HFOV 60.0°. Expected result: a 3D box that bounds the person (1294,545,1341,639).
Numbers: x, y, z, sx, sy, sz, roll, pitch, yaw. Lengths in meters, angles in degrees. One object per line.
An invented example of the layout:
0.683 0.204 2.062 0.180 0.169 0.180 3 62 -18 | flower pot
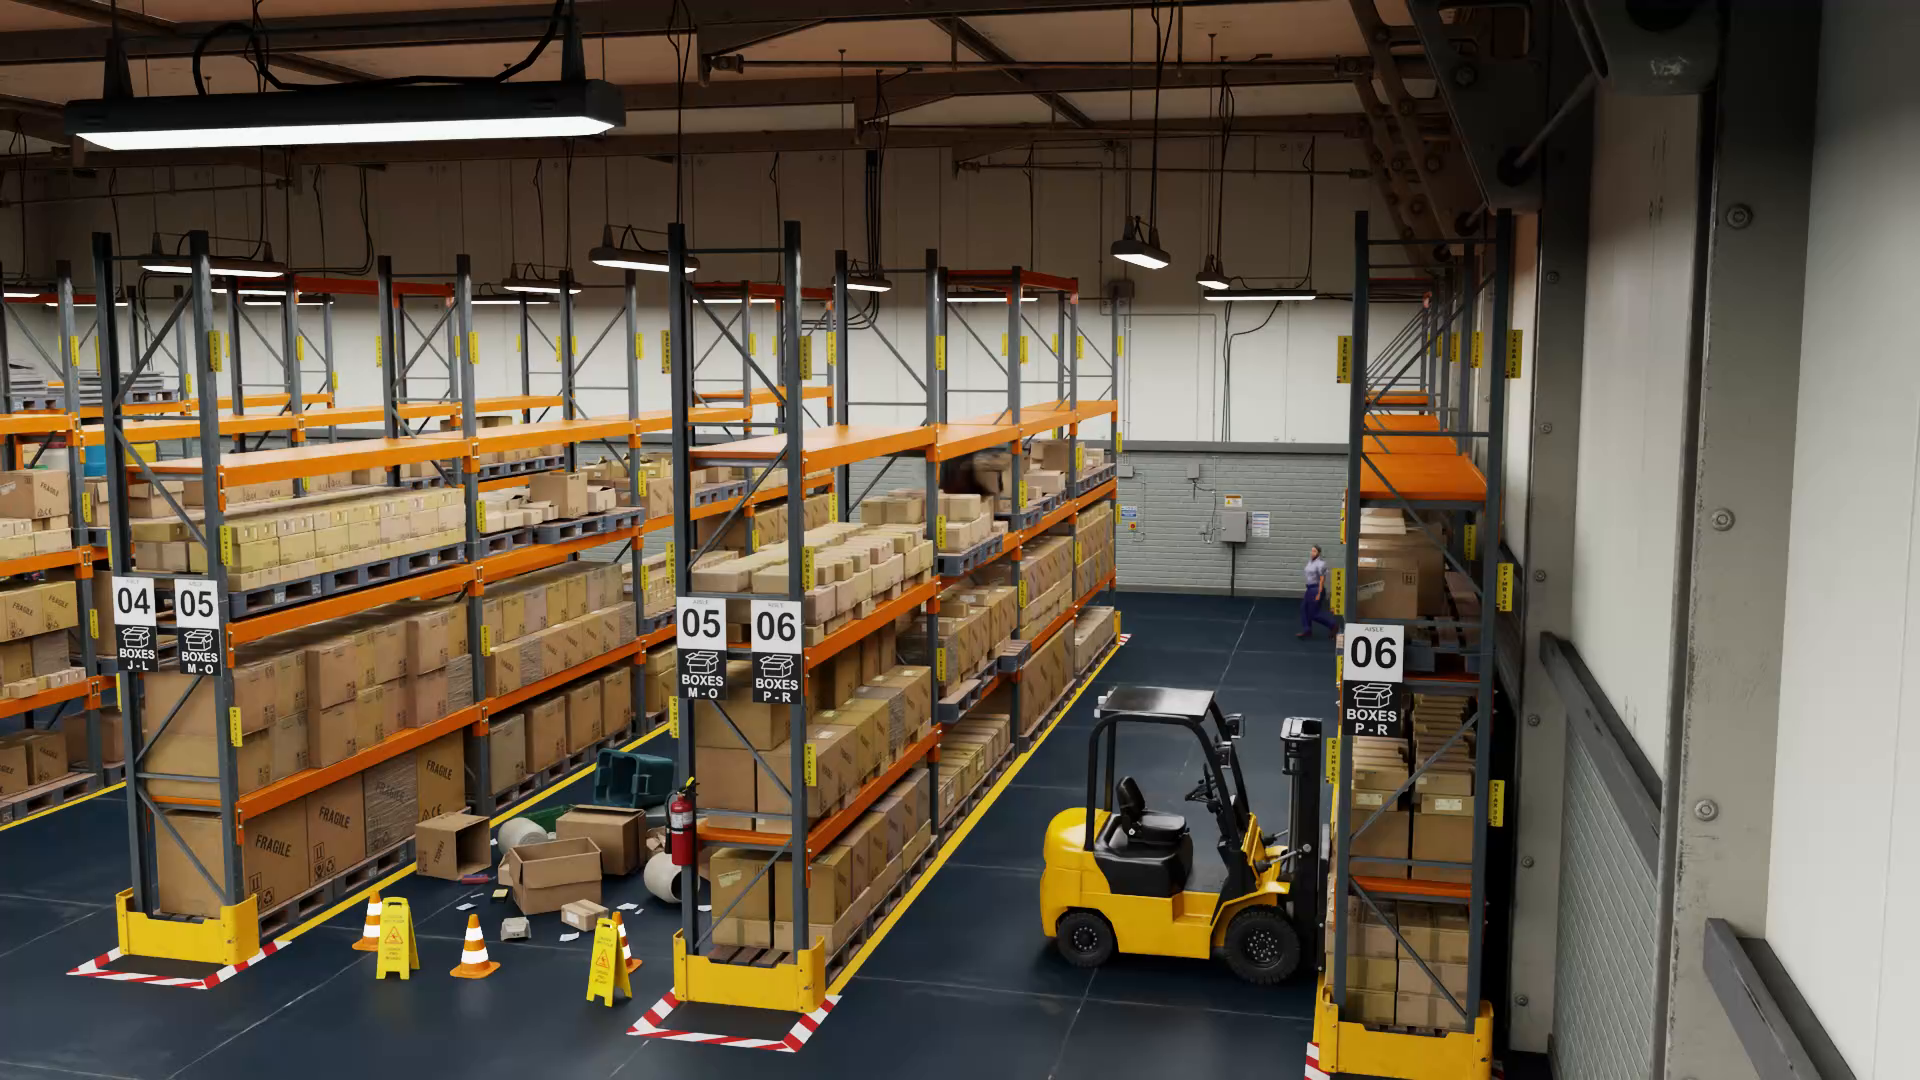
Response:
6.126 0.880 28.487 0.758 1.606 0.494 2 7 12 | person

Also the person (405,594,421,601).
-7.441 1.528 23.191 0.865 1.649 0.525 -2 7 -15 | person
